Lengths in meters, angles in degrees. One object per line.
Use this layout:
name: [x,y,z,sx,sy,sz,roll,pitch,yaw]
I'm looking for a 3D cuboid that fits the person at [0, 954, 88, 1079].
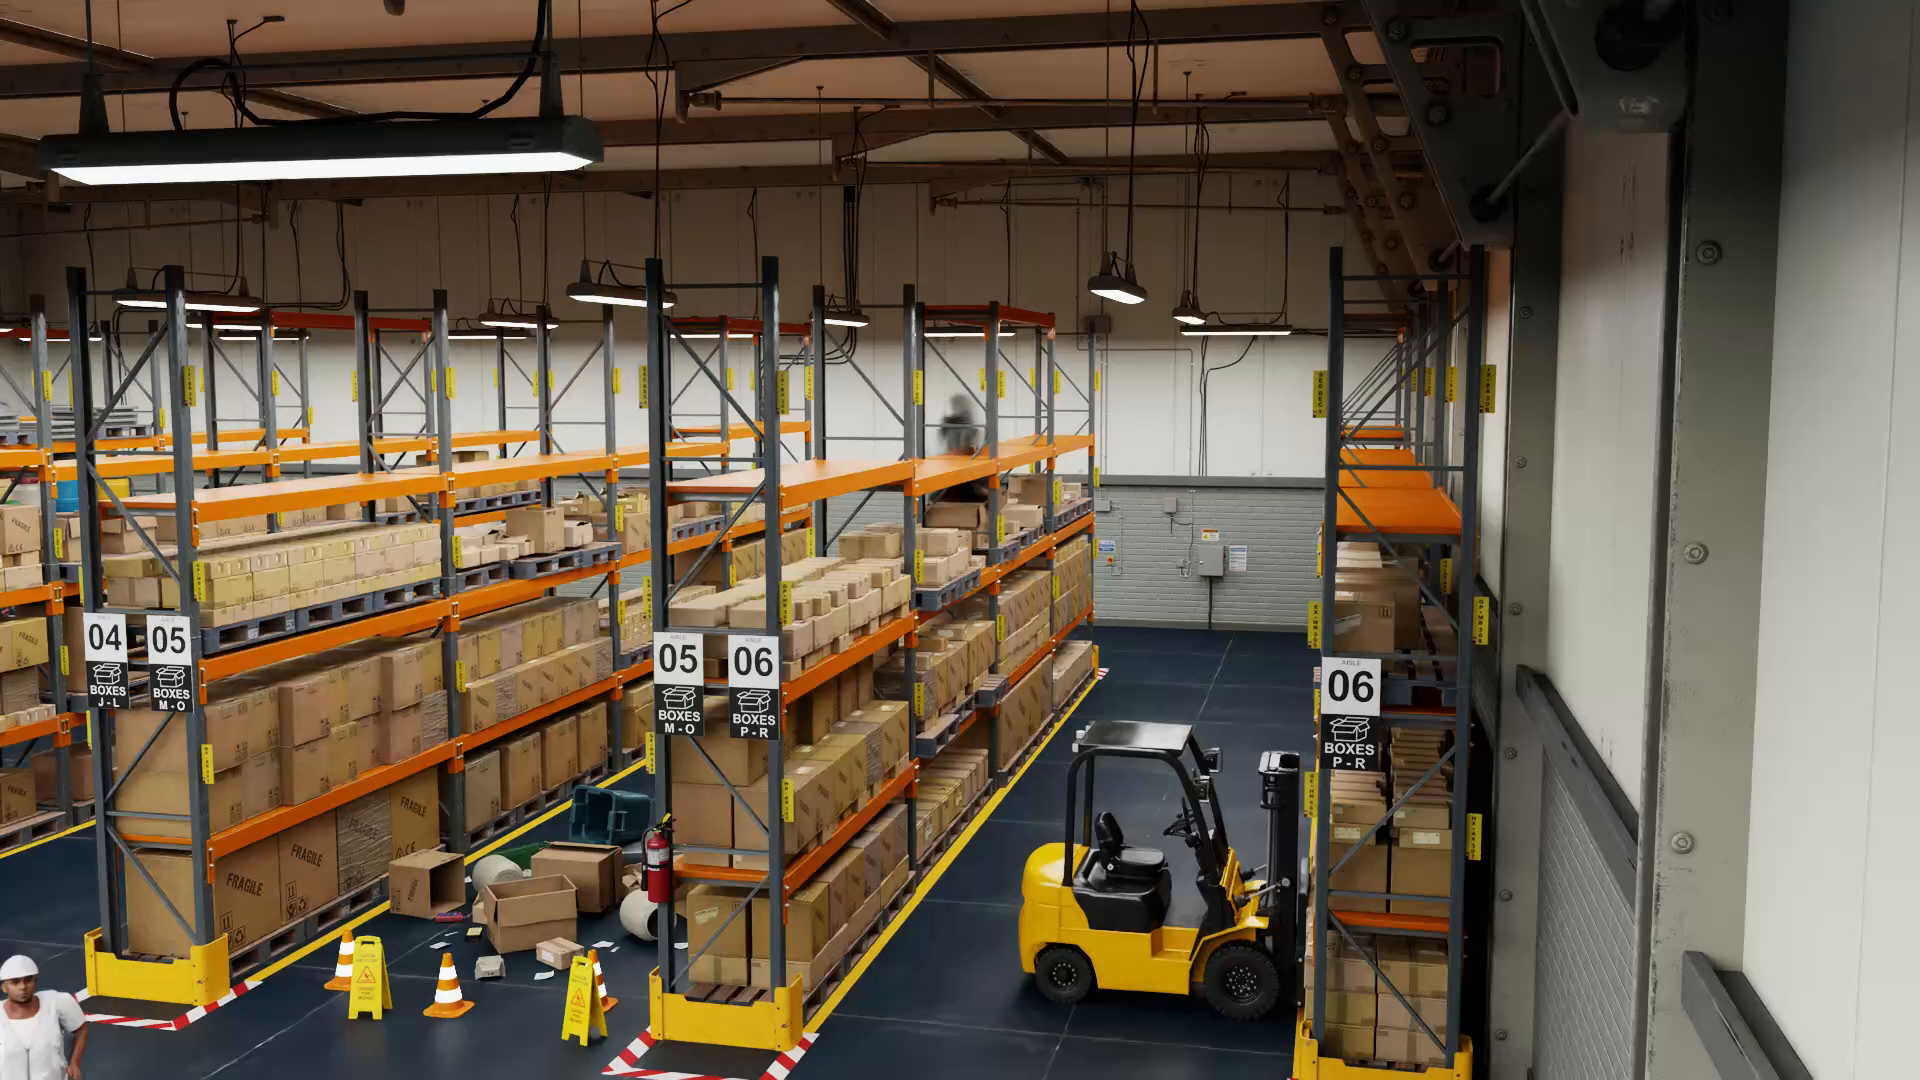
person: [-5.515,3.307,9.872,0.674,1.721,0.569,-4,7,-34]
